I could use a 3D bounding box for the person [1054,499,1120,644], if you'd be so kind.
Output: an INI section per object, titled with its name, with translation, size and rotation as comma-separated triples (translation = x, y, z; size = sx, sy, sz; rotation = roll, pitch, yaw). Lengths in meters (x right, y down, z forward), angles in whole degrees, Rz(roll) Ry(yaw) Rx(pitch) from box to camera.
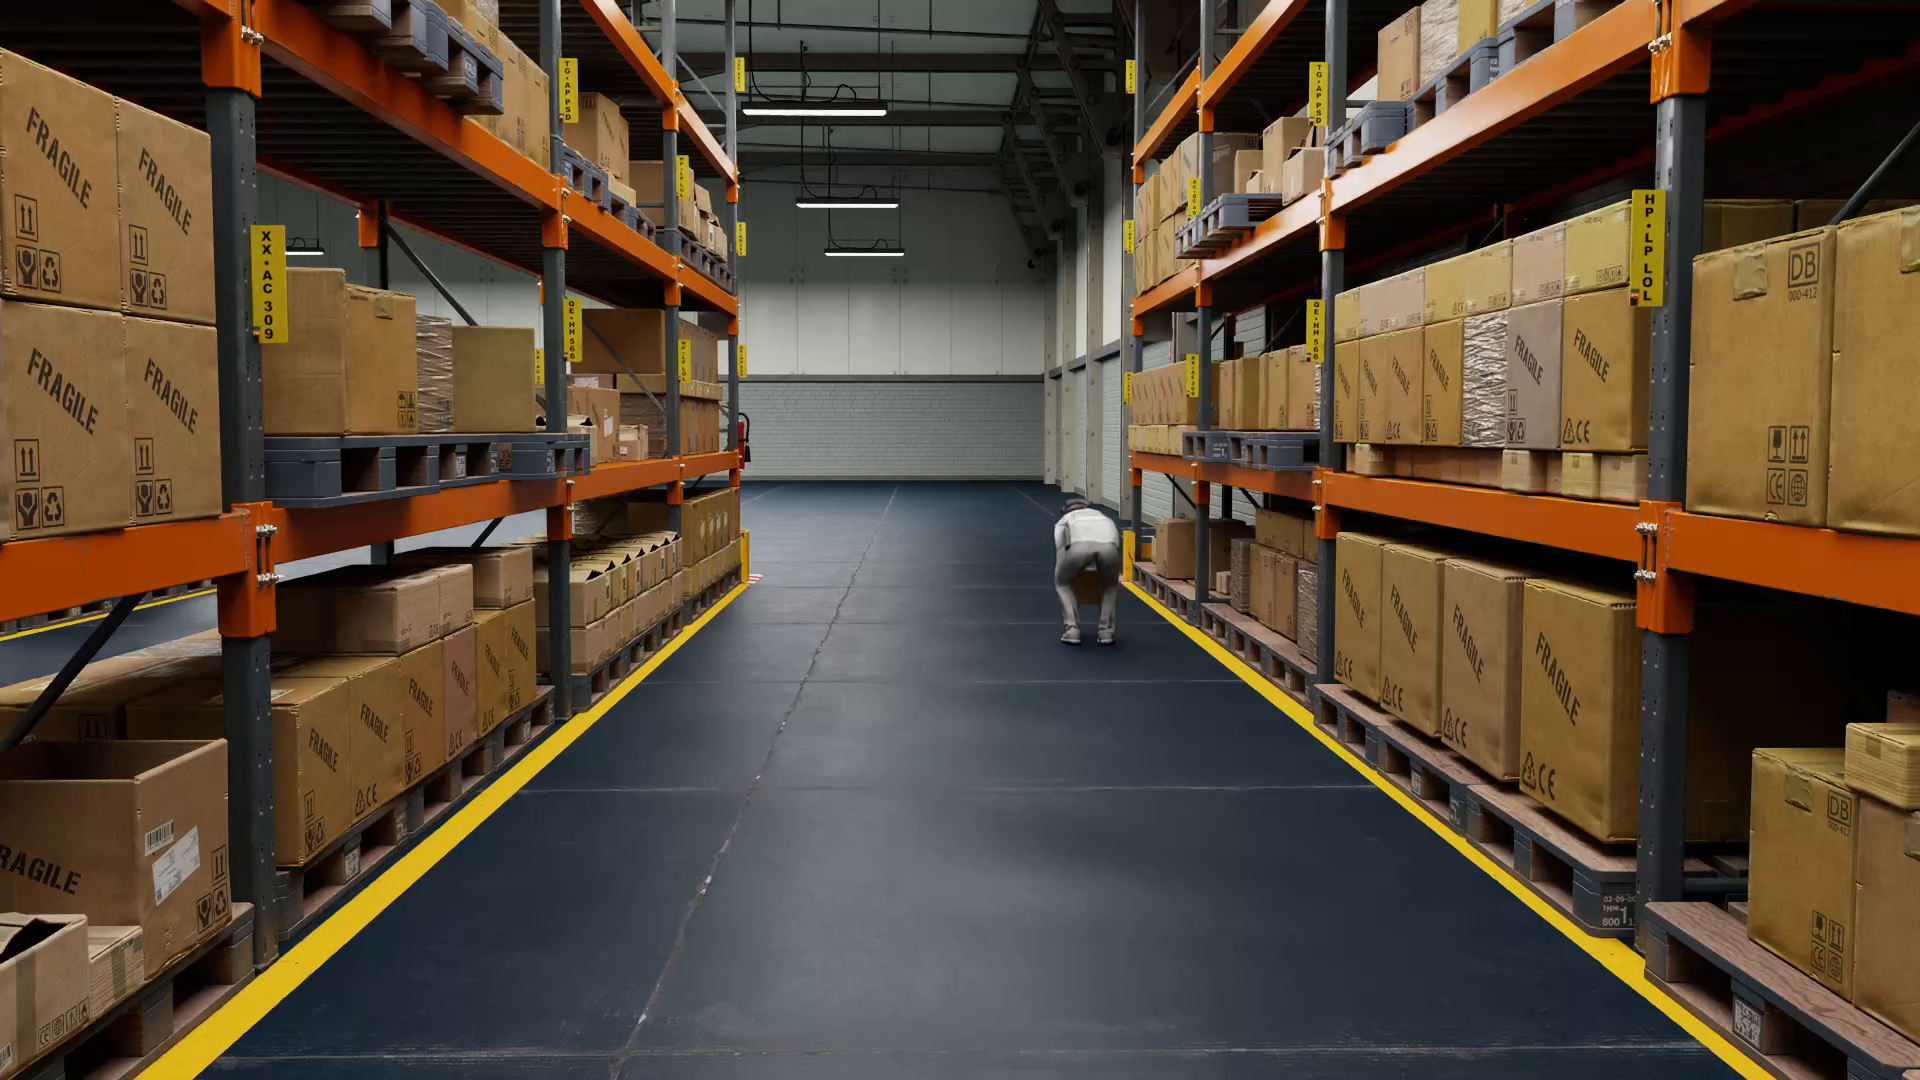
[person]
translation = 0.909, 0.222, 12.041
size = 0.463, 1.017, 0.921
rotation = 0, 4, -4
